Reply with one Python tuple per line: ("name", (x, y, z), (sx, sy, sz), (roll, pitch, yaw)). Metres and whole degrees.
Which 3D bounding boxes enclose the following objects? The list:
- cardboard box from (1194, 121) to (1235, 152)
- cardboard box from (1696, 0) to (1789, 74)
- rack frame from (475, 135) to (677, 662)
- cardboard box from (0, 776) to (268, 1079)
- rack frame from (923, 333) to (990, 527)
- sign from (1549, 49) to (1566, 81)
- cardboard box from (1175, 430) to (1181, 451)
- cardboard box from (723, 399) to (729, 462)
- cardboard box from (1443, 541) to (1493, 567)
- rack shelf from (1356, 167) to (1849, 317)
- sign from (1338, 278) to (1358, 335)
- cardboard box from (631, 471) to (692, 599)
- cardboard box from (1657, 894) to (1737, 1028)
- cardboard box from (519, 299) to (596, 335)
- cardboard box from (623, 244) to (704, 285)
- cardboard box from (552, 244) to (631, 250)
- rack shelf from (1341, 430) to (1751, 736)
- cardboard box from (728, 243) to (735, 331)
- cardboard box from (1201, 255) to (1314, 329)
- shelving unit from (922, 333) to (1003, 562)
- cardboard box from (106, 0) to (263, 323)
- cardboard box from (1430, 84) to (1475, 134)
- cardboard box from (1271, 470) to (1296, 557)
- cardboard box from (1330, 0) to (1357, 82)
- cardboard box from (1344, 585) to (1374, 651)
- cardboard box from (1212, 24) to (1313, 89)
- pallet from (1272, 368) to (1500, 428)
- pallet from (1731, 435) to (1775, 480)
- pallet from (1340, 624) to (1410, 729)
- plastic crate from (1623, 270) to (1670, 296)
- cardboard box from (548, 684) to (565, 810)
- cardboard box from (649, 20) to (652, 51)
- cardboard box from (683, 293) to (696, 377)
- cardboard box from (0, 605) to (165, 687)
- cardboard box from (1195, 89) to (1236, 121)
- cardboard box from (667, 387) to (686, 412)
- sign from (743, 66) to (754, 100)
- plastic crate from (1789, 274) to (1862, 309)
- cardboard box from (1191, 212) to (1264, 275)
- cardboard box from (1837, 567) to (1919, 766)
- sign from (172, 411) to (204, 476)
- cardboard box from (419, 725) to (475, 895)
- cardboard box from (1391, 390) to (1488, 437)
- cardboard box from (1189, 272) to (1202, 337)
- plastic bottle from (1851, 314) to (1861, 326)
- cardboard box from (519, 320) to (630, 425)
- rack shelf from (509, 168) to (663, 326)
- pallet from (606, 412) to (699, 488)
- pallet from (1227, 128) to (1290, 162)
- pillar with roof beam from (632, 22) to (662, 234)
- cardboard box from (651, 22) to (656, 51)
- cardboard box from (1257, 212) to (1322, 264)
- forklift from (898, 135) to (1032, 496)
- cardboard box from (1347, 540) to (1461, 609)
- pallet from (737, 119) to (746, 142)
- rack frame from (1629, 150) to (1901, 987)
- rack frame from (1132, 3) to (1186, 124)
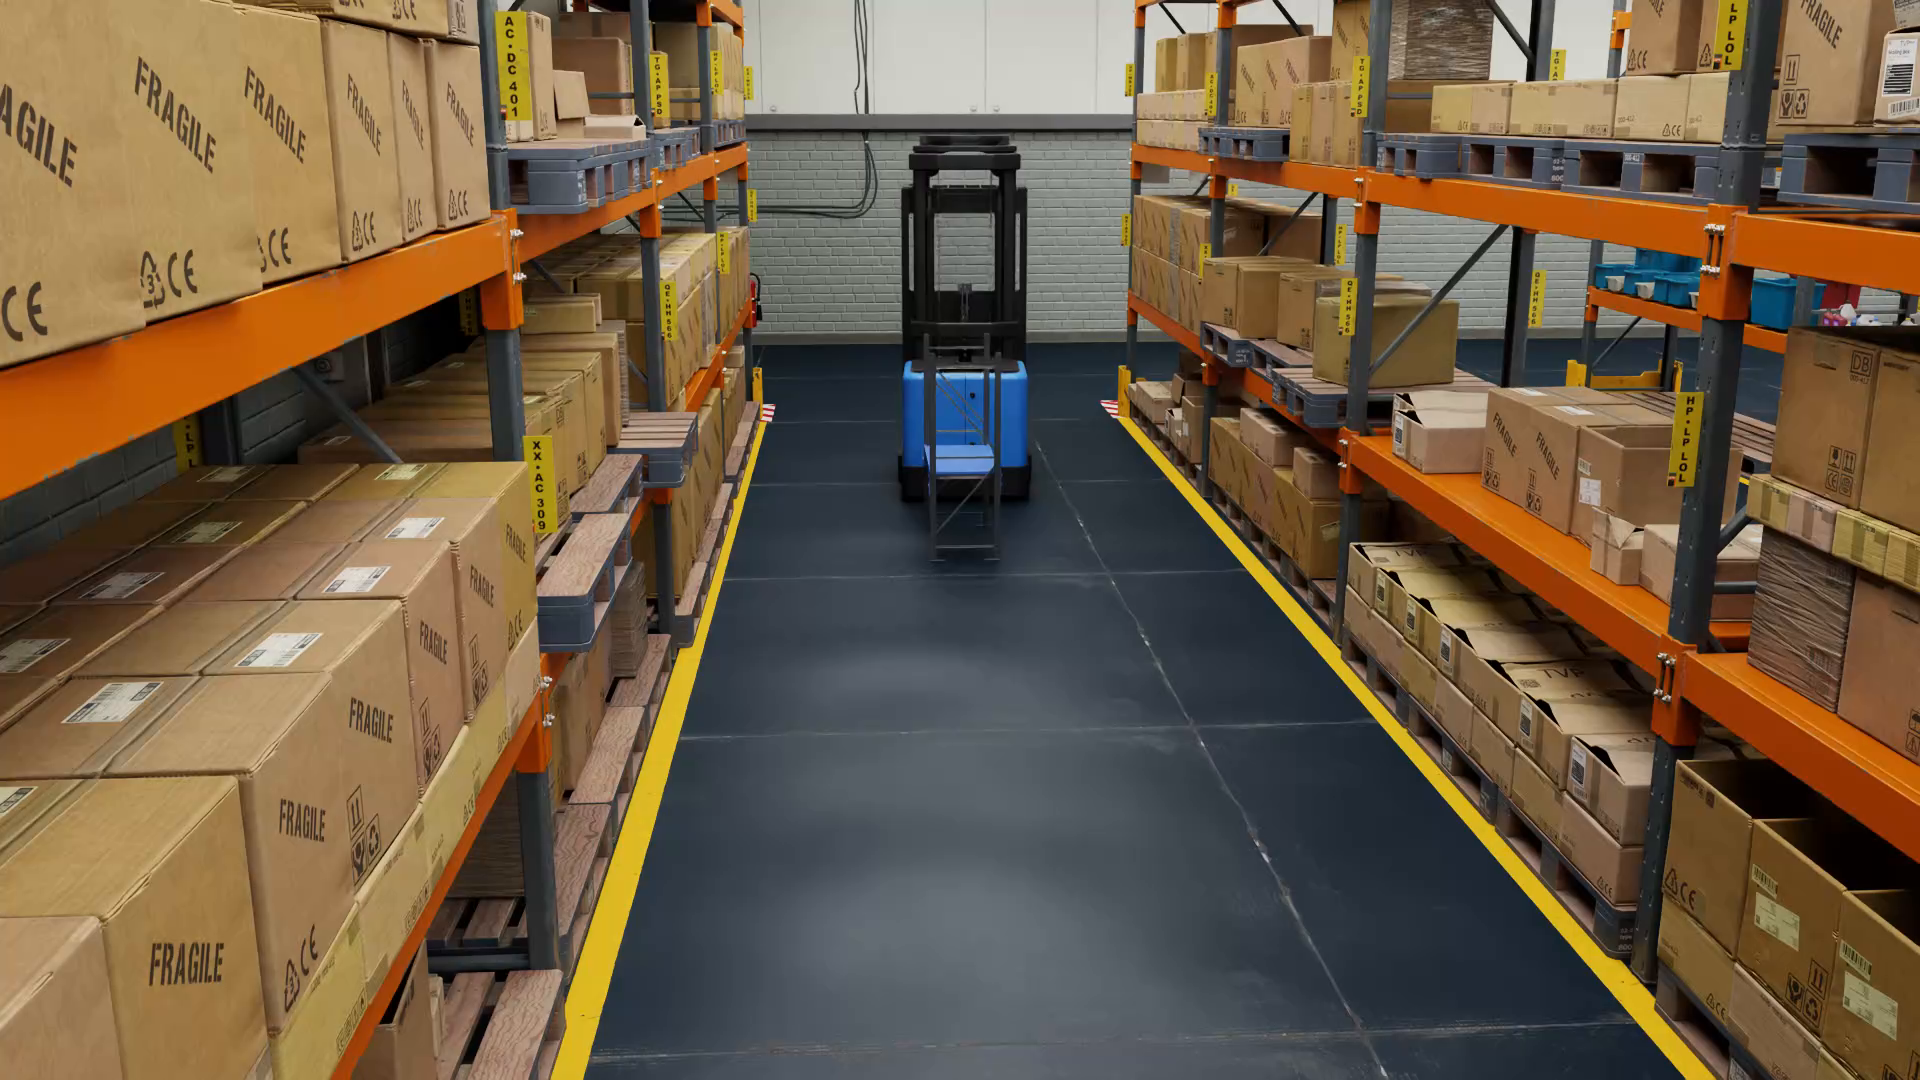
("cardboard box", (2.226, -3.316, 13.677), (0.500, 0.250, 0.500), (-1, 14, -3))
("cardboard box", (3.019, -1.930, 5.943), (0.500, 0.500, 0.500), (-1, 14, -3))
("rack frame", (-2.174, -0.747, 9.411), (1.000, 3.000, 0.127), (-1, 14, -3))
("cardboard box", (-1.429, 0.696, 2.559), (0.500, 0.500, 0.500), (-1, 14, -3))
("rack frame", (-0.026, -0.832, 12.748), (0.500, 1.500, 0.032), (-1, 14, -3))
("sign", (3.324, -2.573, 9.289), (0.100, 0.325, 0.005), (-1, 14, -3))
("cardboard box", (2.120, -0.882, 14.771), (0.380, 0.149, 0.250), (-1, 14, -3))
("cardboard box", (-2.366, -0.922, 14.265), (0.700, 0.500, 0.500), (-1, 14, -3))
("cardboard box", (3.048, 0.158, 9.441), (0.500, 0.311, 0.500), (-1, 14, -2))
("rack shelf", (2.894, -1.432, 7.494), (1.077, 0.370, 4.000), (-1, 14, -3))
("sign", (2.229, -1.336, 9.536), (0.100, 0.325, 0.005), (-1, 14, -3))
("cardboard box", (-2.089, -0.094, 10.345), (0.750, 0.750, 0.750), (-1, 14, -4))
("cardboard box", (2.744, 1.418, 5.669), (0.500, 0.250, 0.500), (-1, 14, -3))
("cardboard box", (-2.088, -1.158, 8.621), (0.380, 0.149, 0.250), (-3, 15, -13))
("cardboard box", (-2.084, -1.941, 11.708), (0.500, 0.250, 0.500), (-1, 14, -2))
("cardboard box", (-2.578, -1.934, 11.682), (0.500, 0.250, 0.500), (-1, 14, -5))
("rack shelf", (2.894, 0.021, 7.868), (1.077, 0.370, 4.000), (-1, 14, -3))
("cardboard box", (-2.479, -2.204, 14.471), (0.980, 0.700, 0.700), (-1, 14, -5))
("cardboard box", (2.328, -1.950, 13.042), (0.700, 0.500, 0.500), (-6, 16, -22))
("shelving unit", (0.005, -0.705, 12.257), (0.538, 1.500, 1.048), (-1, 14, -3))
("cardboard box", (-1.483, -0.619, 2.651), (0.500, 0.500, 0.500), (0, 14, -1))
("cardboard box", (2.854, -2.296, 8.869), (0.500, 0.250, 0.500), (-2, 15, -8))
("cardboard box", (2.446, -0.185, 11.359), (0.500, 0.500, 0.500), (-1, 14, -5))
("cardboard box", (2.686, -3.172, 10.609), (0.500, 0.500, 0.500), (-1, 14, -3))
("cardboard box", (2.509, 0.438, 9.478), (0.500, 0.250, 0.500), (-1, 14, -4))
("cardboard box", (2.454, -3.925, 13.535), (0.700, 0.500, 0.500), (-1, 14, -3))
("pallet", (2.658, -0.899, 10.387), (1.213, 0.211, 1.003), (-1, 14, -3))
("pallet", (7.382, -0.727, 14.928), (1.003, 0.211, 1.213), (-1, 14, -3))
("pallet", (2.782, 0.731, 9.261), (1.003, 0.211, 1.213), (-1, 14, -3))
("plastic crate", (6.946, -2.608, 16.857), (0.416, 0.233, 0.300), (-1, 14, -3))
("cardboard box", (-2.071, 0.935, 7.008), (0.700, 0.500, 0.500), (-1, 14, -5))
("cardboard box", (-2.498, -3.599, 11.884), (0.500, 0.250, 0.500), (0, 14, 1))
("cardboard box", (-2.002, -1.328, 10.830), (0.500, 0.500, 0.500), (-1, 14, -4))
("cardboard box", (-2.009, 0.449, 3.517), (0.500, 0.500, 0.500), (-1, 14, -3))
("cardboard box", (2.221, -3.558, 13.615), (0.500, 0.250, 0.500), (-1, 14, -3))
("cardboard box", (-1.902, -0.851, 10.278), (0.380, 0.149, 0.250), (0, 14, -2))
("sign", (-2.127, -4.585, 16.689), (0.100, 0.325, 0.005), (-1, 14, -3))
("plastic crate", (7.661, -2.181, 14.734), (0.402, 0.464, 0.583), (-1, 14, -3))
("cardboard box", (2.232, -2.474, 13.914), (0.500, 0.500, 0.500), (-1, 14, -3))
("cardboard box", (3.091, 0.363, 4.895), (0.700, 0.500, 0.500), (-1, 14, -4))
("sign", (-2.480, -0.304, 5.363), (0.100, 0.325, 0.005), (-1, 14, -3))
("cardboard box", (-1.525, 0.672, 4.154), (0.500, 0.250, 0.500), (-1, 14, -4))
("cardboard box", (2.749, -0.690, 9.369), (0.500, 0.311, 0.500), (0, 14, 0))
("cardboard box", (2.235, -1.988, 14.033), (0.500, 0.500, 0.500), (-1, 14, -3))
("plastic bottle", (7.103, -1.649, 13.174), (0.097, 0.271, 0.097), (0, 14, 0))
("cardboard box", (-2.135, -0.892, 8.890), (0.700, 0.500, 0.500), (-3, 15, -10))
("rack shelf", (-2.050, -1.354, 7.194), (1.077, 0.370, 4.000), (-1, 14, -3))
("pallet", (-2.024, -0.479, 8.752), (1.213, 0.211, 1.003), (-1, 14, -3))
("pallet", (2.560, -2.760, 11.591), (1.213, 0.211, 1.003), (-1, 14, -3))
("pillar with roof beam", (0.596, -6.367, 19.212), (9.100, 9.000, 0.400), (-1, 14, -3))
("cardboard box", (-2.698, -3.907, 13.425), (0.500, 0.500, 0.500), (-1, 14, -4))
("cardboard box", (2.774, -2.474, 13.913), (0.500, 0.500, 0.500), (-1, 14, -2))
("forklift", (0.035, -2.090, 14.769), (1.130, 2.935, 3.031), (0, 14, 0))
("cardboard box", (2.509, 0.167, 9.408), (0.500, 0.311, 0.500), (0, 14, -2))
("pallet", (-2.613, -3.962, 16.065), (1.003, 0.211, 1.213), (-1, 14, -3))
("rack frame", (3.018, 0.170, 5.845), (1.000, 3.000, 0.127), (-1, 14, -3))
("rack frame", (2.274, -5.720, 16.697), (1.000, 3.000, 0.127), (-1, 14, -3))
